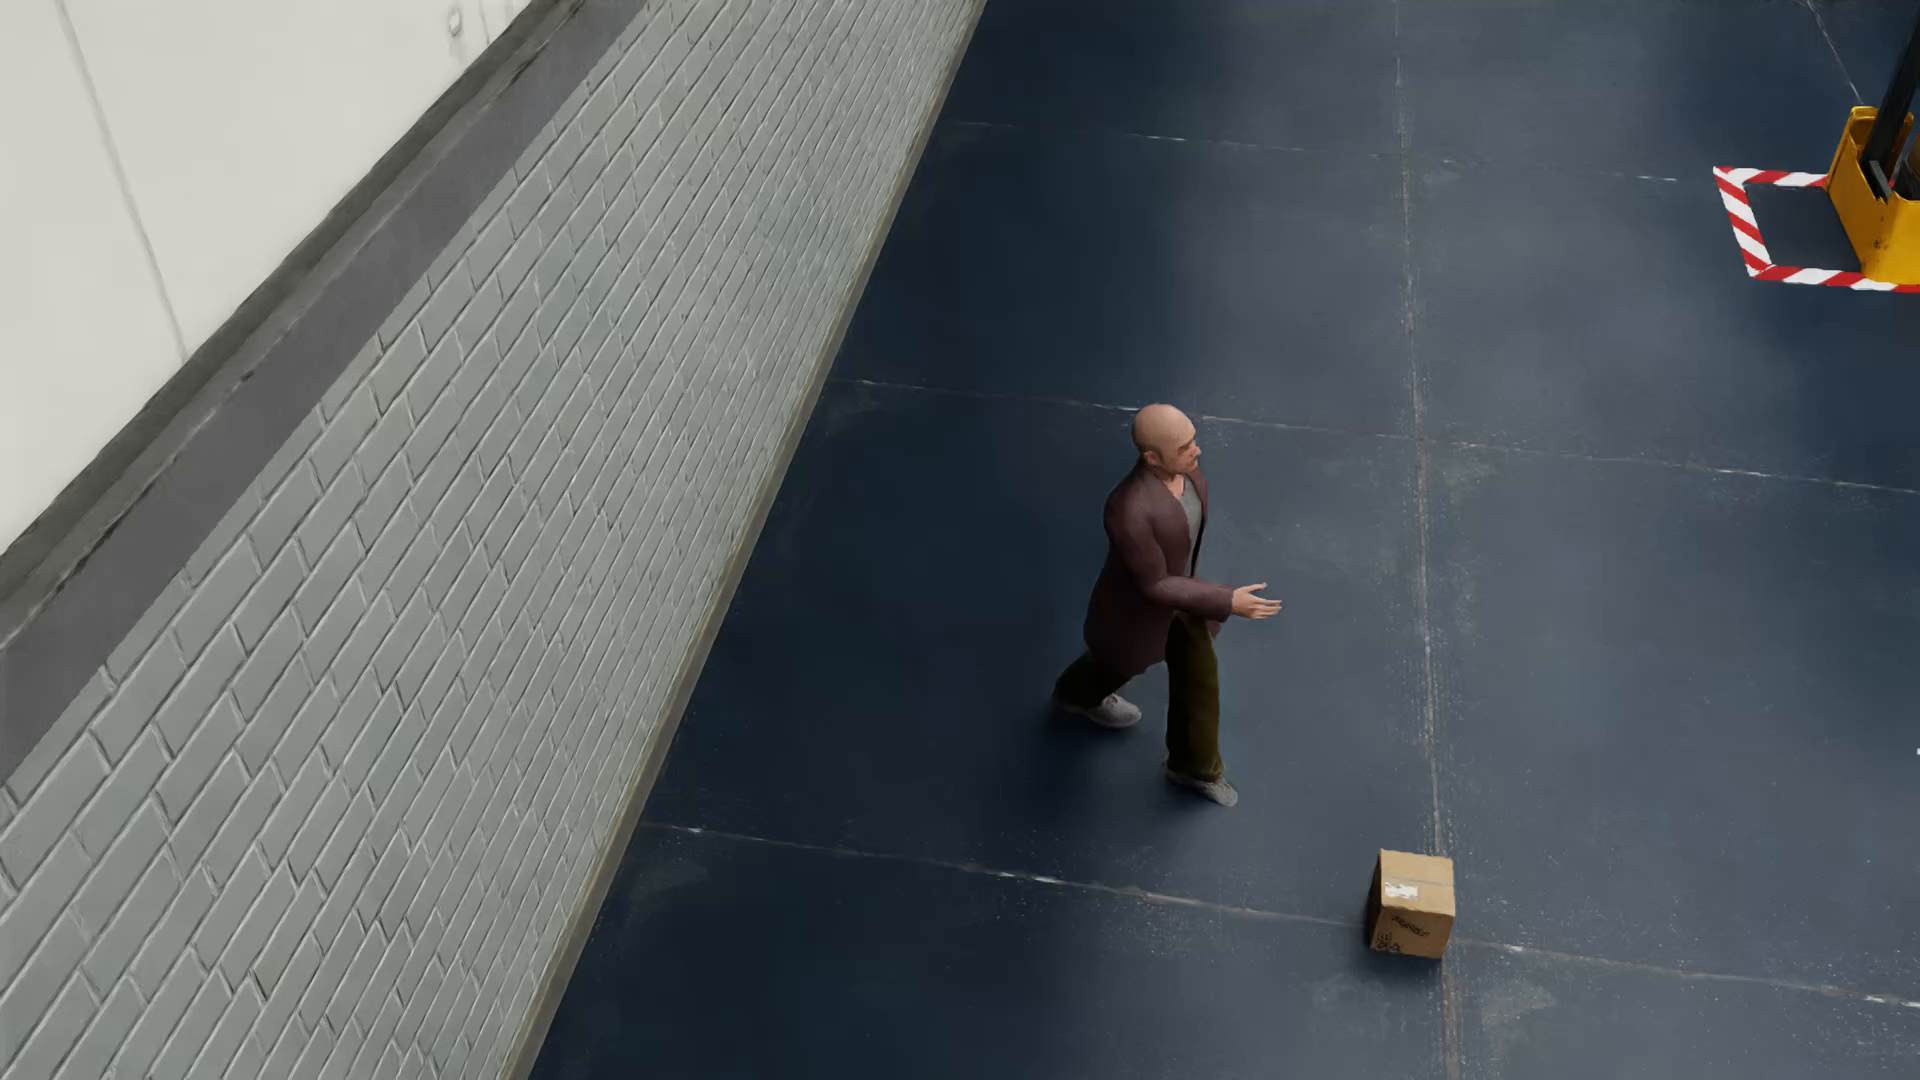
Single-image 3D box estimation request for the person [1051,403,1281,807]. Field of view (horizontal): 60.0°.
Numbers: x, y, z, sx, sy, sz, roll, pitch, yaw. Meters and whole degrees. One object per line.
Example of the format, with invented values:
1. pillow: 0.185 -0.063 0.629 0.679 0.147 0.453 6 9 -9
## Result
1. person: 0.740 0.196 6.015 0.905 1.805 0.749 26 47 28
